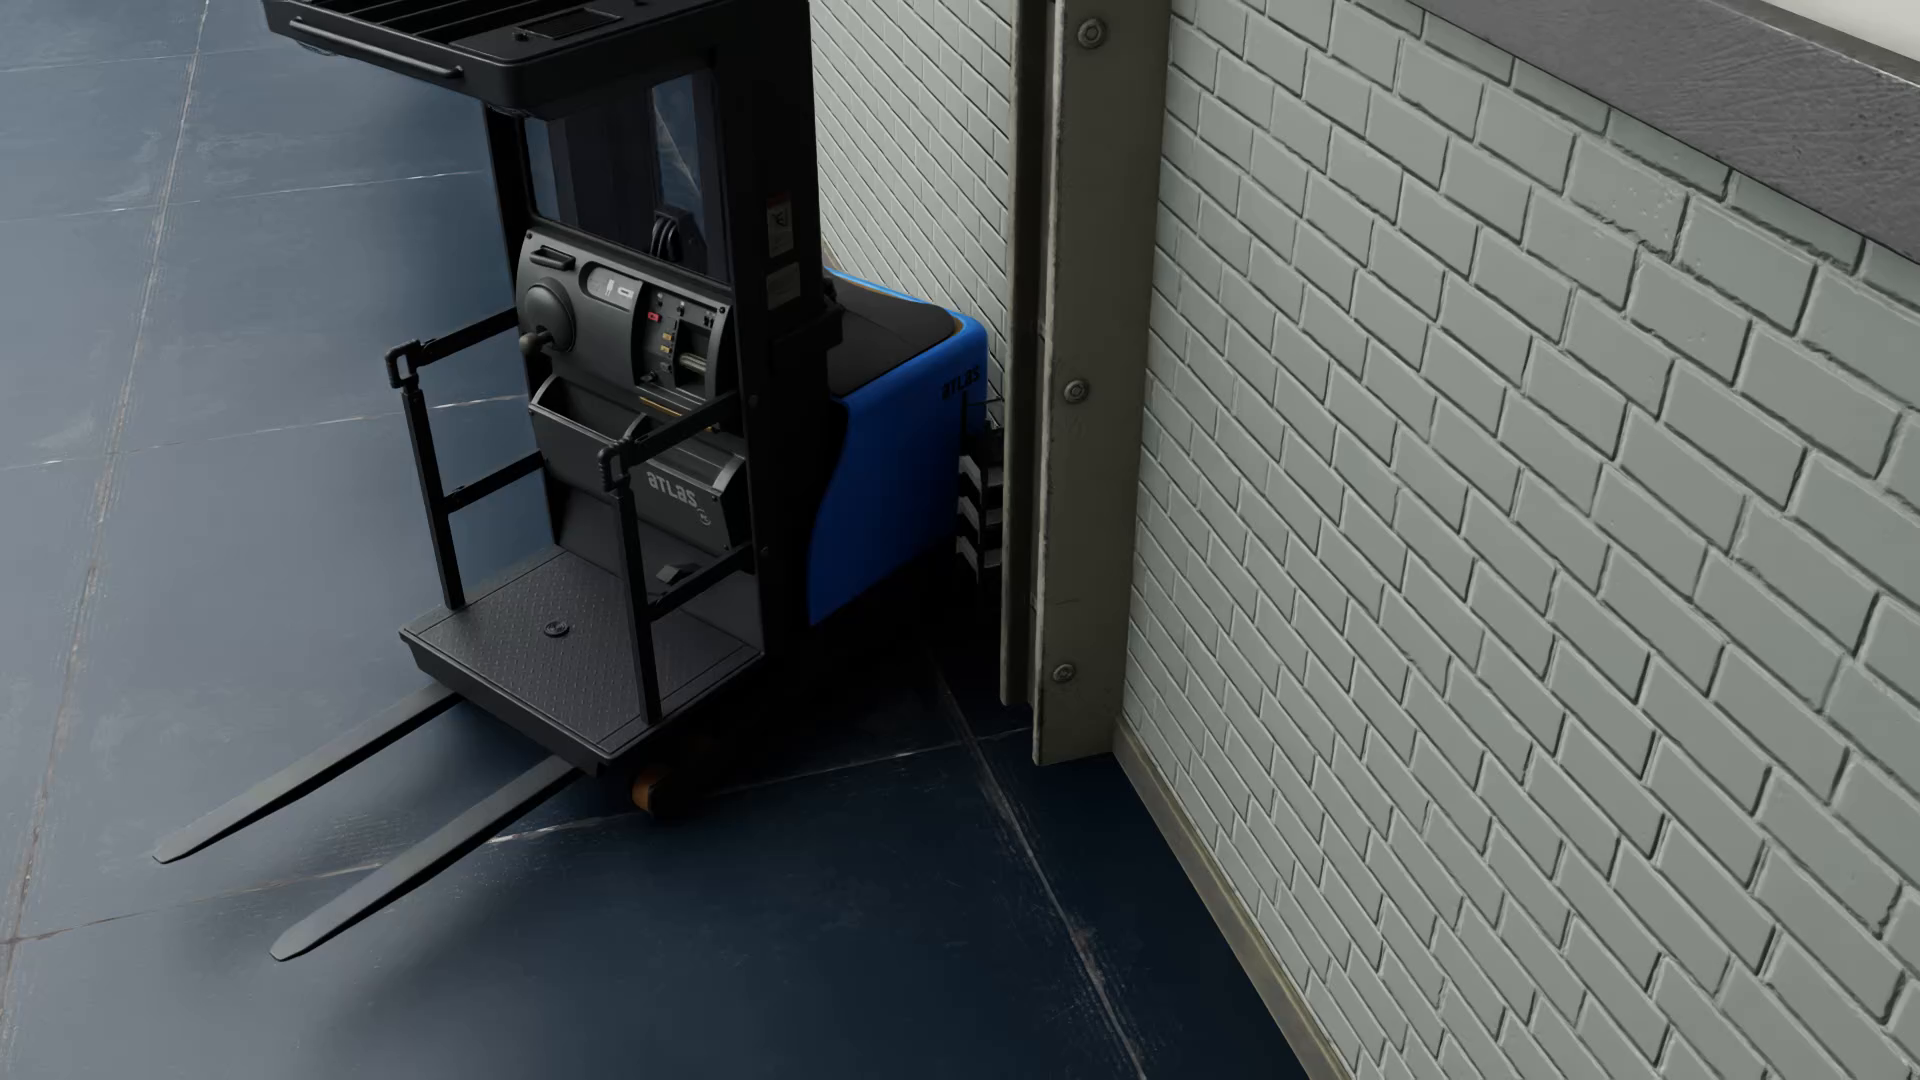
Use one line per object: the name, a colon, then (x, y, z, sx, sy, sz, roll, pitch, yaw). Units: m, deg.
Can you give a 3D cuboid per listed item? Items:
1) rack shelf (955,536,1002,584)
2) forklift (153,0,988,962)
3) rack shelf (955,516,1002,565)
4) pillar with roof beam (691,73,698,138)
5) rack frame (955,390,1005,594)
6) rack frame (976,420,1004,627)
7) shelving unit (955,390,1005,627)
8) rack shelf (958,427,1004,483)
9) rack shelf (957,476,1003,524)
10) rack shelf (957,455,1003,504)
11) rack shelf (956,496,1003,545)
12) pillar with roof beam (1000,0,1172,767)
rack shelf: (0.138, 0.048, 6.126, 0.258, 0.077, 0.200, -13, 39, -18)
forklift: (-1.194, -0.642, 5.062, 1.130, 2.935, 3.031, 24, 40, 31)
rack shelf: (0.140, -0.024, 6.072, 0.258, 0.077, 0.200, -13, 39, -18)
pillar with roof beam: (-5.584, -5.547, 6.982, 9.100, 9.000, 0.400, -10, 35, -15)
rack frame: (0.105, -0.180, 6.073, 0.240, 0.900, 0.006, -13, 39, -18)
rack frame: (0.182, -0.065, 5.923, 0.240, 0.900, 0.006, -13, 39, -18)
shelving unit: (0.144, -0.122, 5.998, 0.258, 0.900, 0.210, -13, 39, -18)
rack shelf: (0.150, -0.311, 5.856, 0.258, 0.077, 0.200, -13, 39, -18)
rack shelf: (0.145, -0.168, 5.964, 0.258, 0.077, 0.200, -13, 39, -18)
rack shelf: (0.148, -0.239, 5.910, 0.258, 0.077, 0.200, -13, 39, -18)
rack shelf: (0.143, -0.096, 6.018, 0.258, 0.077, 0.200, -13, 39, -18)
pillar with roof beam: (-3.754, -2.397, 2.215, 9.100, 9.000, 0.400, -10, 35, -15)
